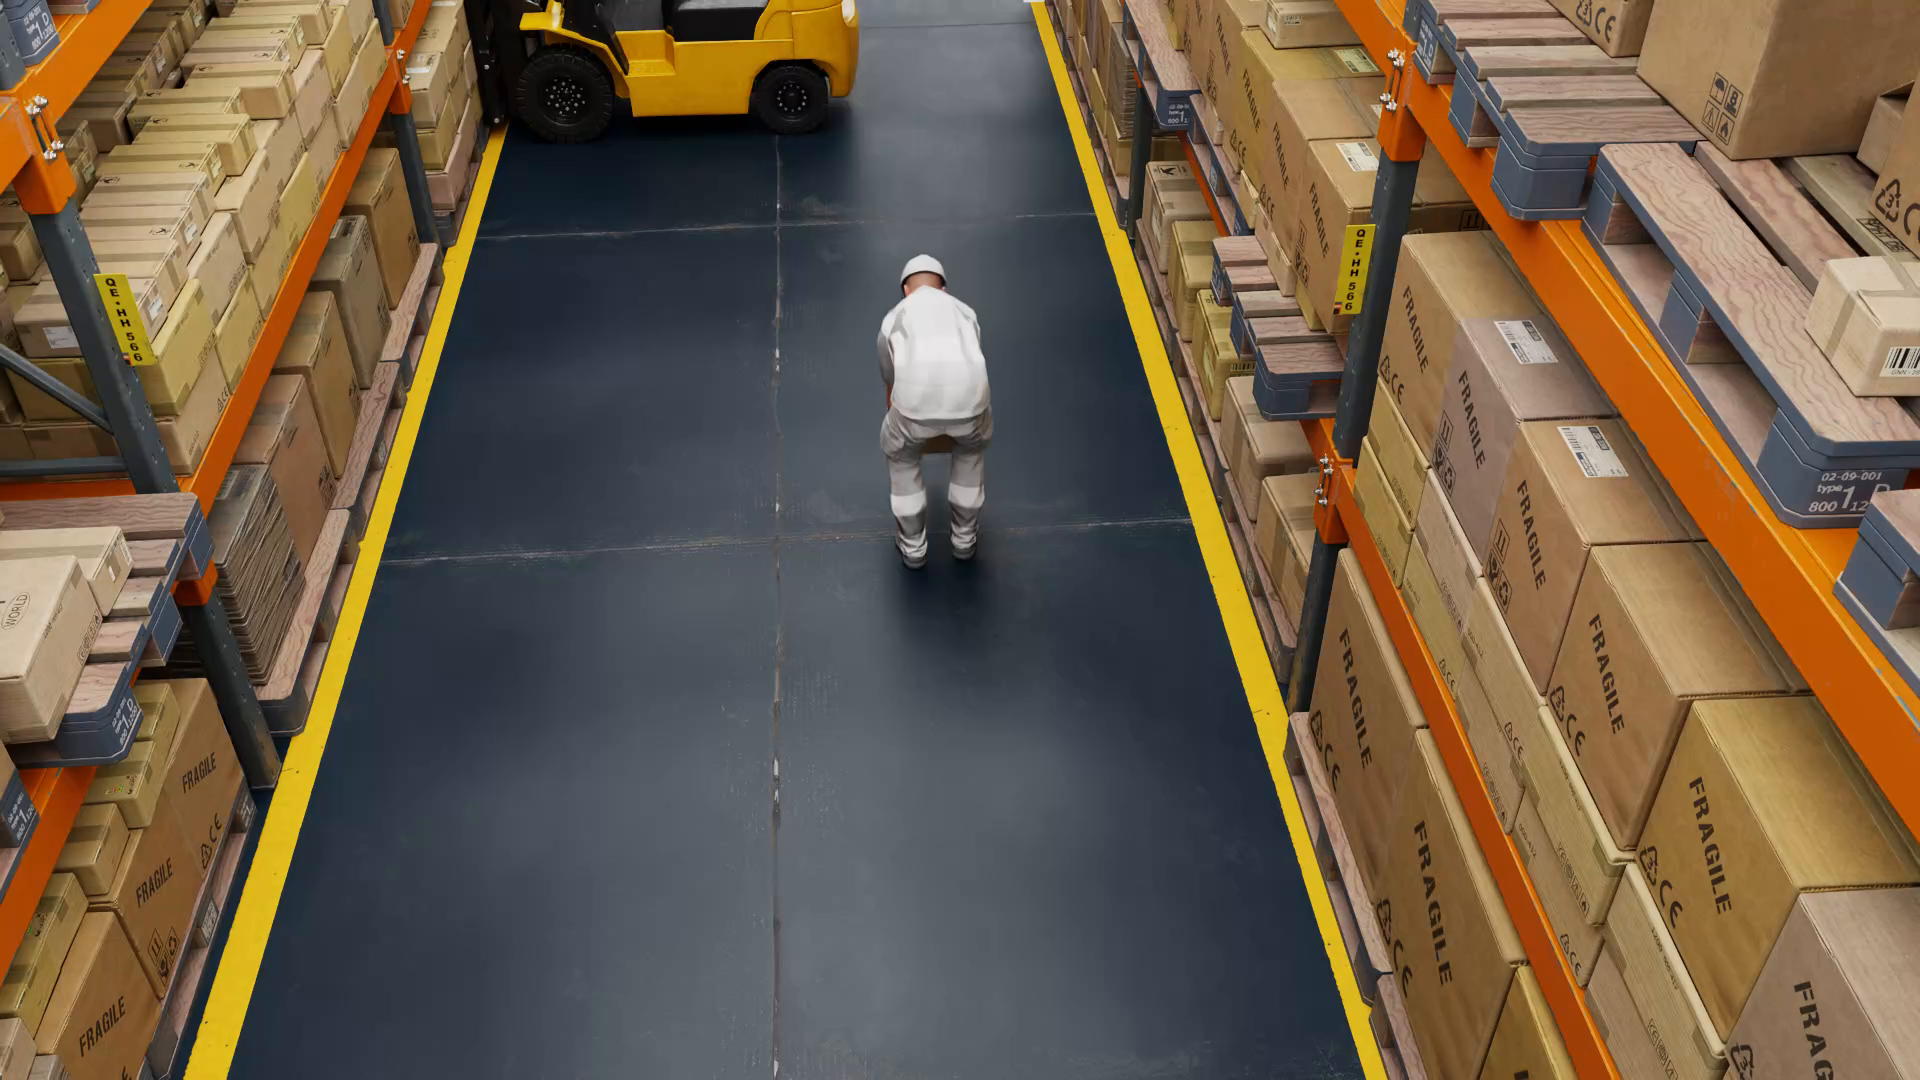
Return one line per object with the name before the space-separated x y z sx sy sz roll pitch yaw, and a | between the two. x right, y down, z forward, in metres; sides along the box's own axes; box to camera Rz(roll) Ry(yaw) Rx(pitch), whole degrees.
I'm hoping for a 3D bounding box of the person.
person | -0.122 -0.550 7.313 0.492 1.166 0.958 -4 39 -5
